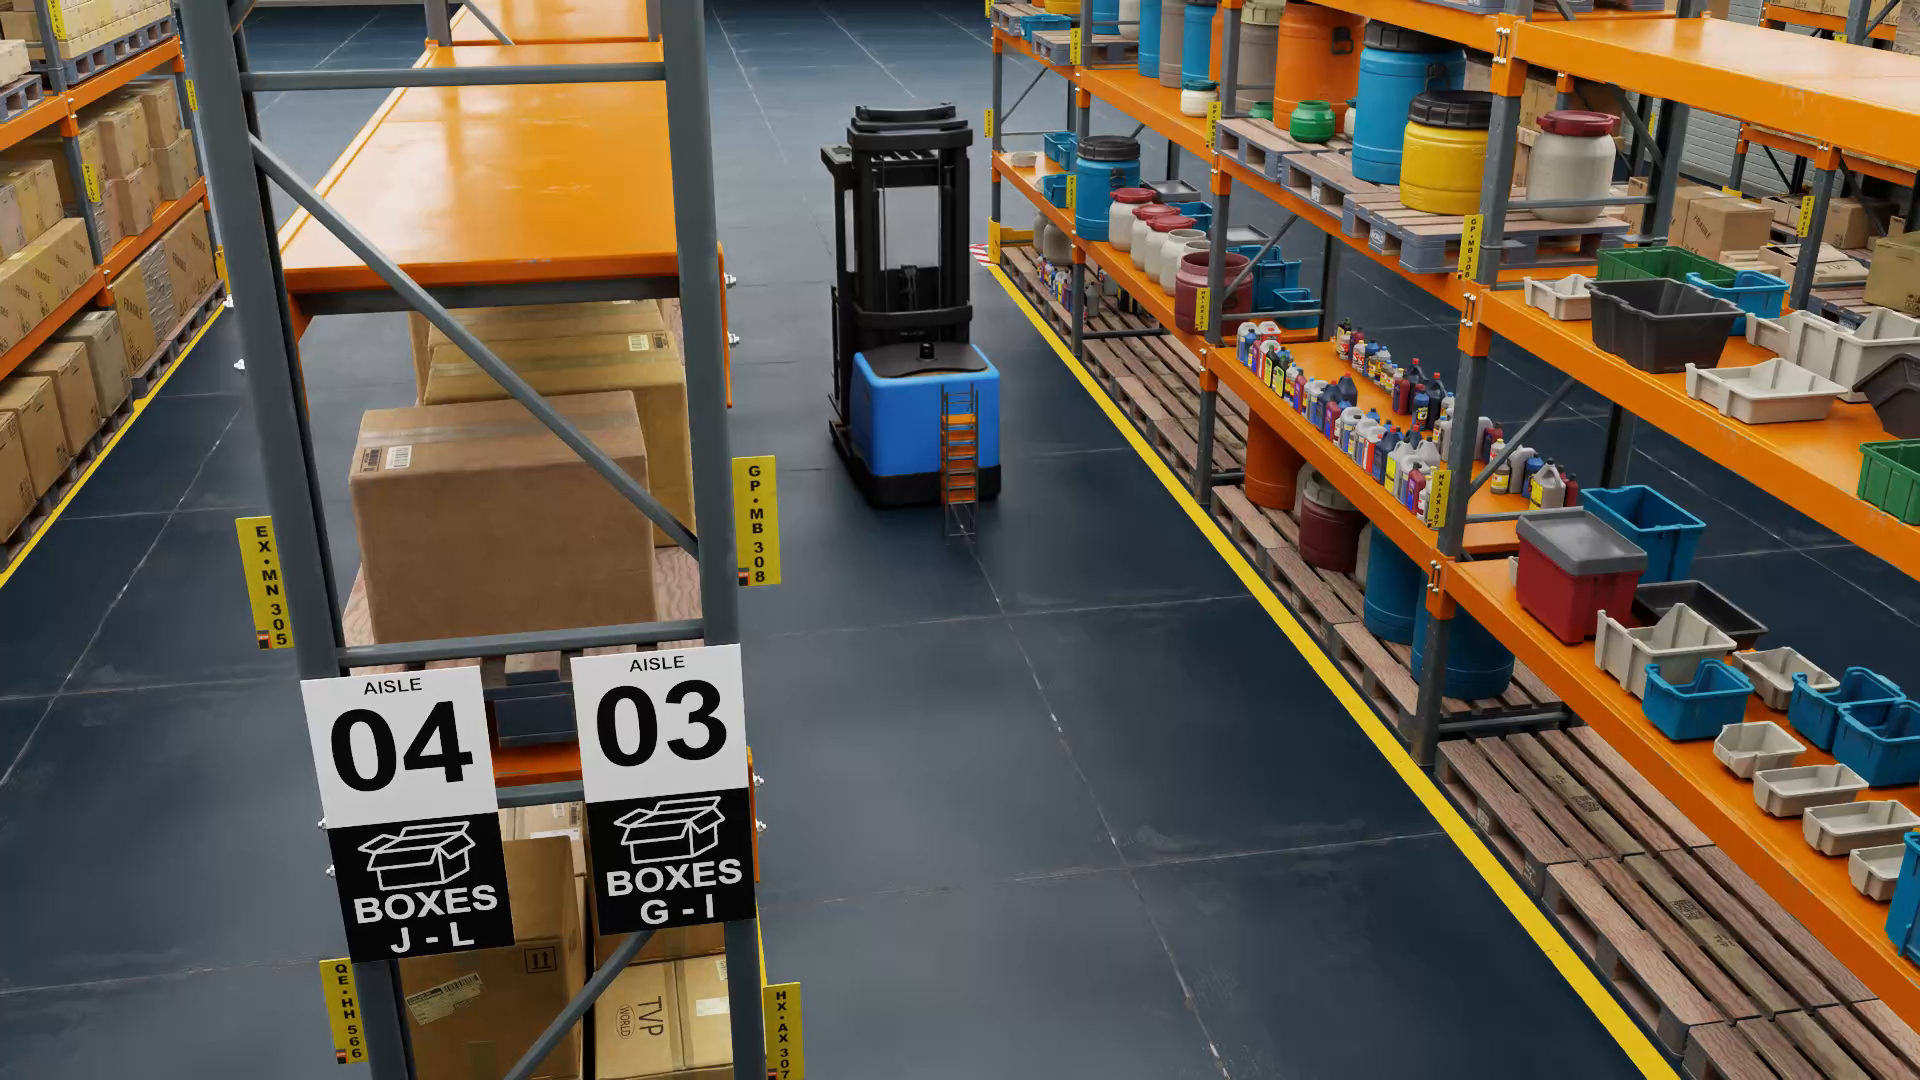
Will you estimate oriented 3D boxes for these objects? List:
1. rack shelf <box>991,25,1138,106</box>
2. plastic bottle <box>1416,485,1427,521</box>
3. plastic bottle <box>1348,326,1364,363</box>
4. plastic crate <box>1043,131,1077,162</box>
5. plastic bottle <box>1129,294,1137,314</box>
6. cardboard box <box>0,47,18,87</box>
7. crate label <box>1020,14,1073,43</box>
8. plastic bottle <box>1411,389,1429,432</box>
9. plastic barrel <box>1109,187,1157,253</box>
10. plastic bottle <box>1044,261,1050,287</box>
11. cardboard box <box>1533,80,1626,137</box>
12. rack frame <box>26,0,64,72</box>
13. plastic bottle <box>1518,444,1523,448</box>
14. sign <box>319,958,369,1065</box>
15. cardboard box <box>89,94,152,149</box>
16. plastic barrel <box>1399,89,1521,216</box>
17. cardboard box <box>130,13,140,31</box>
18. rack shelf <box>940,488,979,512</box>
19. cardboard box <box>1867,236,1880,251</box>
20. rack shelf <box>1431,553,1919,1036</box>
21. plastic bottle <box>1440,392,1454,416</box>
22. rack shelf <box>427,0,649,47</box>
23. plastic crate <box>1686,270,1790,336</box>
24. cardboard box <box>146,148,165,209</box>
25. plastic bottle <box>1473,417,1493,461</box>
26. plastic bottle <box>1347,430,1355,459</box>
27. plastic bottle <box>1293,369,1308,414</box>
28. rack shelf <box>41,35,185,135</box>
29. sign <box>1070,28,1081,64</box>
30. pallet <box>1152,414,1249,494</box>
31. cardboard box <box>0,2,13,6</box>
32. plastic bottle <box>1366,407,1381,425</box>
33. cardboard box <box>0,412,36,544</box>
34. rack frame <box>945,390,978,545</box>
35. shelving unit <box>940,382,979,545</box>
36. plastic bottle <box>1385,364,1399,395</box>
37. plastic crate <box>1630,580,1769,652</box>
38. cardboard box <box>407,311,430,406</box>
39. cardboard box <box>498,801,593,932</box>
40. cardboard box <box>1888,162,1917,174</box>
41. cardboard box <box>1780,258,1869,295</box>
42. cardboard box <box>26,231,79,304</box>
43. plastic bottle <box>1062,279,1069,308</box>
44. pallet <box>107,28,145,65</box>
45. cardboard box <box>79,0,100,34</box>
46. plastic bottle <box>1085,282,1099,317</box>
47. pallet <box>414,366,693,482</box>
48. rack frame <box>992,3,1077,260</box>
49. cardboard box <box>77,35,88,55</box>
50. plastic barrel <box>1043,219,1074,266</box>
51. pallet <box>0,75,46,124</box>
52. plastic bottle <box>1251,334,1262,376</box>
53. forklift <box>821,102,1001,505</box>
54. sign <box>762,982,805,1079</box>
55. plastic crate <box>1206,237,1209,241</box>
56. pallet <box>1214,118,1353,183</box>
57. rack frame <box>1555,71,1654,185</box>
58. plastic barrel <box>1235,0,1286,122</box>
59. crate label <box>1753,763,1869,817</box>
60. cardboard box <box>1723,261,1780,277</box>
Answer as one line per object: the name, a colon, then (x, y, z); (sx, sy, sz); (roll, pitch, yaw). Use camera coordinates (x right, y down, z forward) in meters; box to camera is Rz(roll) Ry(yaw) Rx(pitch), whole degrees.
rack shelf: (1.255, -5.110, 17.596); (1.077, 0.370, 4.000); (-4, 24, -10)
plastic bottle: (2.665, -0.216, 9.486); (0.097, 0.201, 0.097); (0, 24, 0)
plastic bottle: (2.901, -1.433, 12.173); (0.061, 0.283, 0.133); (-4, 24, -10)
plastic crate: (1.272, -4.609, 19.484); (0.499, 0.251, 0.616); (-4, 24, -10)
plastic bottle: (1.806, -2.510, 17.336); (0.061, 0.283, 0.133); (-4, 24, -10)
cardboard box: (-7.691, -3.659, 12.914); (0.500, 0.250, 0.500); (-5, 24, -10)
crate label: (0.907, -5.398, 17.542); (0.502, 0.251, 0.408); (-4, 24, -10)
plastic bottle: (3.007, -0.852, 10.857); (0.097, 0.271, 0.097); (0, 24, 0)
plastic barrel: (1.586, -2.948, 15.326); (0.433, 0.535, 0.433); (0, 24, 0)
plastic bottle: (0.978, -2.932, 18.318); (0.097, 0.271, 0.097); (0, 24, 0)
cardboard box: (6.405, -4.458, 17.206); (0.700, 0.500, 0.500); (-4, 24, -9)
rack frame: (-8.136, -5.334, 13.462); (1.000, 3.000, 0.127); (-4, 24, -10)
plastic bottle: (3.331, -0.475, 9.992); (0.097, 0.271, 0.097); (0, 24, 0)
sign: (-1.560, 1.204, 4.246); (0.100, 0.325, 0.005); (-4, 24, -10)
cardboard box: (-8.682, -4.133, 16.671); (0.875, 0.550, 0.550); (-4, 24, -10)
plastic barrel: (2.736, -2.129, 9.112); (0.600, 0.588, 0.600); (0, 24, 0)
cardboard box: (-8.246, -5.050, 16.225); (0.380, 0.149, 0.250); (-4, 24, -9)
rack shelf: (-0.003, -0.295, 12.379); (0.258, 0.103, 0.180); (-4, 24, -10)
cardboard box: (11.085, -3.538, 19.857); (0.380, 0.149, 0.250); (-6, 24, -14)
rack shelf: (3.474, 0.984, 7.389); (1.077, 0.370, 4.000); (-4, 24, -10)
plastic bottle: (3.166, -0.825, 10.793); (0.097, 0.271, 0.097); (0, 24, 0)
rack shelf: (-2.133, -2.788, 9.032); (1.077, 0.370, 4.000); (-4, 24, -10)
plastic crate: (3.586, -1.095, 7.714); (0.416, 0.233, 0.300); (-4, 24, -10)
cardboard box: (-8.659, -3.640, 16.891); (0.875, 0.550, 0.550); (-4, 24, -10)
plastic bottle: (3.222, -0.649, 10.387); (0.152, 0.276, 0.135); (-4, 24, -10)
plastic bottle: (2.480, -0.611, 10.391); (0.097, 0.201, 0.097); (0, 24, 0)
plastic bottle: (2.296, -1.000, 11.180); (0.061, 0.283, 0.133); (-4, 24, -10)
rack shelf: (-8.506, -4.416, 16.008); (1.077, 0.370, 4.000); (-4, 24, -10)
sign: (1.082, -4.621, 15.566); (0.100, 0.325, 0.005); (-4, 24, -10)
pallet: (2.259, -0.735, 13.912); (1.003, 0.211, 1.213); (-4, 24, -10)
cardboard box: (-8.572, -4.639, 14.784); (0.500, 0.250, 0.500); (-4, 24, -10)
plastic bottle: (2.604, -0.707, 10.524); (0.097, 0.271, 0.097); (0, 24, 0)
cardboard box: (-7.420, -0.419, 11.990); (1.050, 0.750, 0.750); (-5, 24, -10)
rack frame: (0.014, -0.520, 12.183); (0.240, 1.200, 0.006); (-4, 24, -10)
shelving unit: (-0.003, -0.556, 12.265); (0.258, 1.200, 0.189); (-4, 24, -10)
plastic bottle: (3.013, -1.119, 11.556); (0.097, 0.201, 0.097); (0, 24, 0)
plastic crate: (3.575, 0.387, 8.127); (0.437, 0.125, 0.590); (-4, 24, -10)
cardboard box: (-1.507, -0.693, 5.808); (0.700, 0.500, 0.500); (-3, 24, -7)
cardboard box: (-1.562, 1.170, 5.882); (0.500, 0.250, 0.500); (-5, 24, -12)
cardboard box: (10.892, -4.313, 18.782); (0.500, 0.250, 0.500); (-4, 24, -10)
cardboard box: (7.209, -2.176, 13.838); (0.500, 0.311, 0.500); (-3, 24, -6)
cardboard box: (-7.683, -2.246, 13.763); (0.500, 0.500, 0.500); (-5, 24, -10)
plastic bottle: (1.116, -2.604, 17.551); (0.061, 0.283, 0.133); (-3, 24, -6)
pallet: (-8.499, -4.720, 15.915); (1.003, 0.211, 1.213); (-4, 24, -10)
cardboard box: (-8.046, -4.677, 14.871); (0.500, 0.250, 0.500); (-4, 24, -10)
plastic bottle: (1.364, -2.509, 17.249); (0.144, 0.351, 0.185); (-4, 24, -10)
pallet: (-1.400, -0.298, 5.790); (1.003, 0.211, 1.213); (-4, 24, -10)
rack frame: (0.885, -4.852, 19.854); (1.000, 3.000, 0.127); (-4, 24, -10)
cardboard box: (-7.919, -4.353, 14.627); (0.380, 0.149, 0.250); (-4, 24, -10)
plastic barrel: (1.175, -3.454, 19.237); (0.421, 0.512, 0.421); (0, 24, 0)
pallet: (-7.918, -3.515, 13.283); (0.805, 0.209, 1.217); (-5, 24, -12)
plastic bottle: (2.143, -1.325, 11.924); (0.061, 0.283, 0.133); (-4, 24, -10)
forklift: (-0.518, -2.177, 13.815); (1.130, 2.935, 3.031); (-6, 24, -12)
sign: (-0.477, 1.336, 4.504); (0.100, 0.325, 0.005); (-4, 24, -10)
plastic crate: (2.224, -2.517, 14.773); (0.450, 0.188, 0.662); (-4, 24, -10)
pallet: (2.410, -2.685, 11.381); (1.003, 0.211, 1.213); (-4, 24, -10)
rack frame: (6.494, -3.644, 17.088); (1.000, 3.000, 0.127); (-4, 24, -10)
plastic barrel: (2.426, -3.649, 12.725); (0.600, 0.901, 0.600); (0, 24, 0)
crate label: (3.400, 1.005, 6.699); (0.396, 0.136, 0.243); (-4, 24, -10)
cardboard box: (6.795, -2.289, 14.299); (0.380, 0.149, 0.250); (-4, 24, -10)
